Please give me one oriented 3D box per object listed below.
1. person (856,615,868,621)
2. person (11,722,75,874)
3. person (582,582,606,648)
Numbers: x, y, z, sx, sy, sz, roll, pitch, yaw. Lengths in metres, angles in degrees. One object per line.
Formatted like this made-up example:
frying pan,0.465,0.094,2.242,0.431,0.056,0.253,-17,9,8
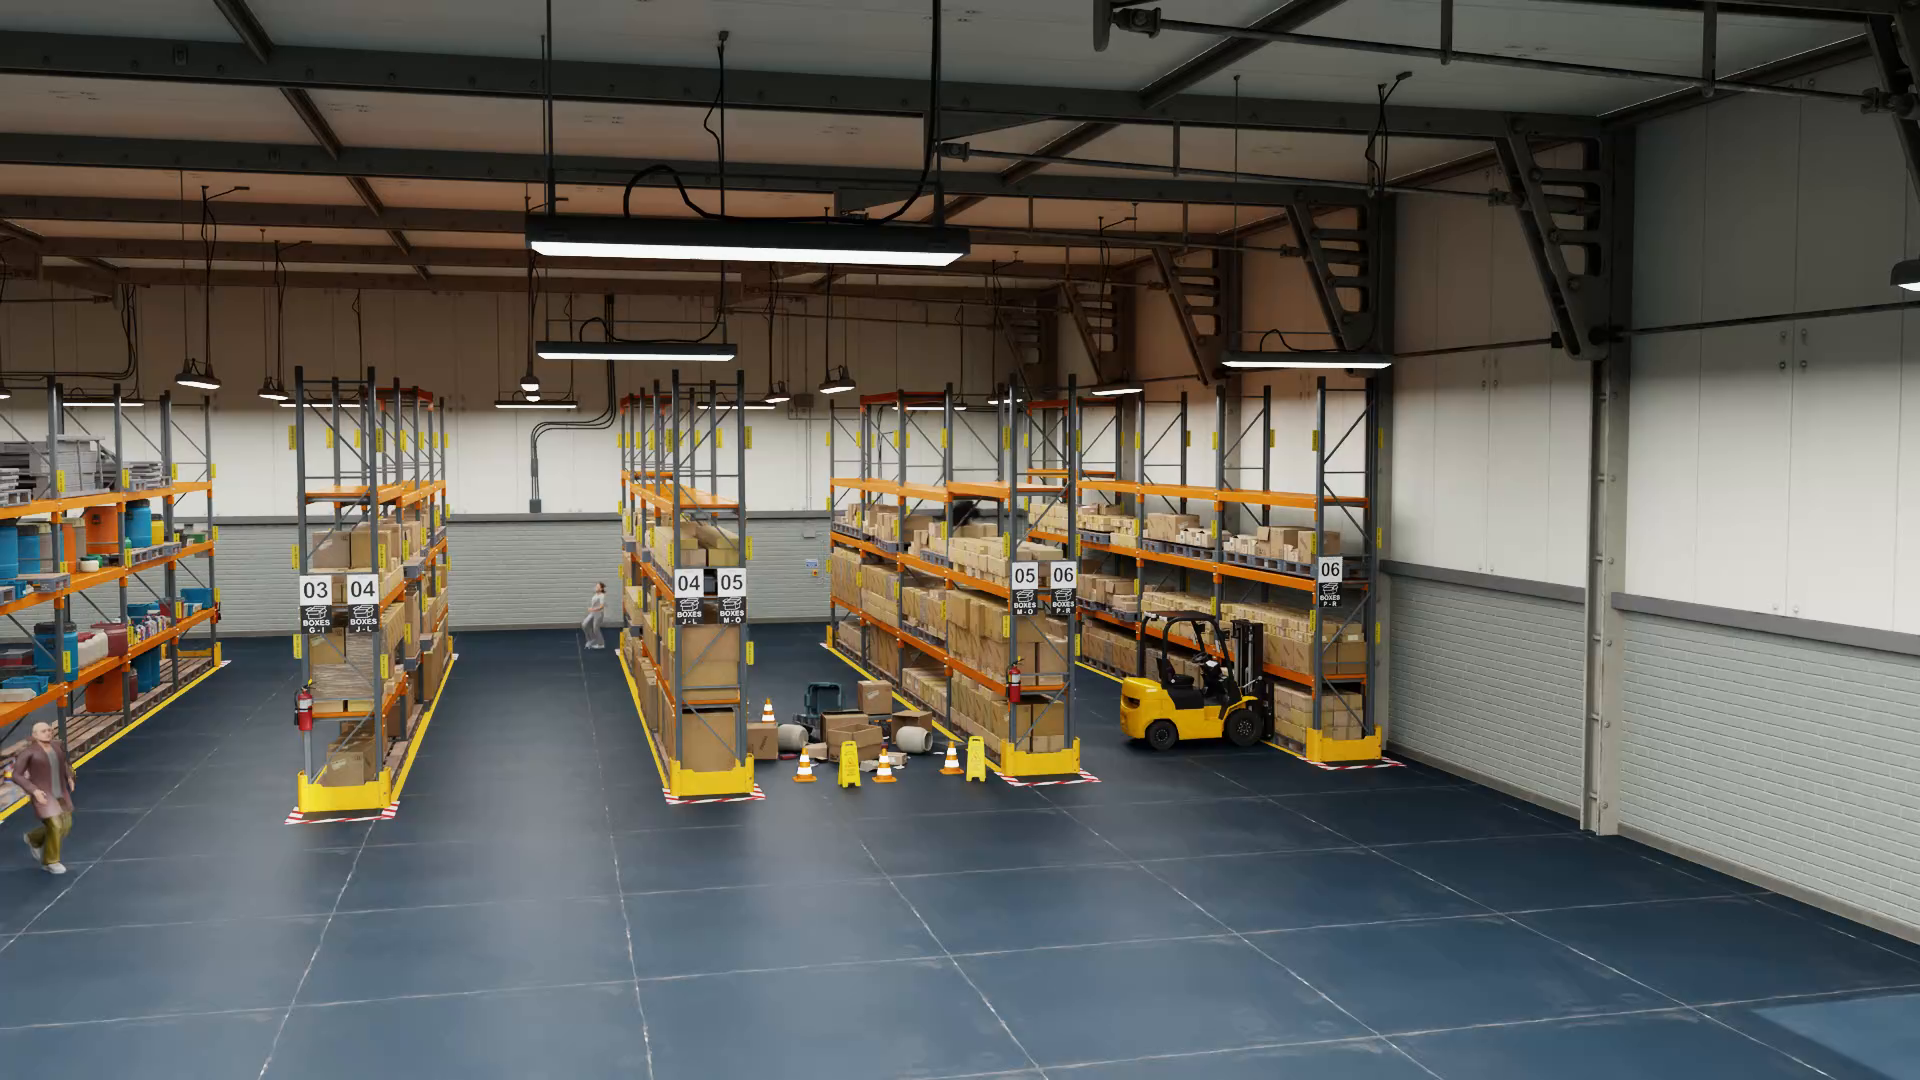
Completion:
person,-2.340,1.683,41.765,0.660,1.651,0.809,1,4,14
person,-10.660,2.985,19.346,0.656,1.752,0.708,1,4,21
person,-8.697,1.804,39.727,0.571,1.607,0.631,3,5,44
